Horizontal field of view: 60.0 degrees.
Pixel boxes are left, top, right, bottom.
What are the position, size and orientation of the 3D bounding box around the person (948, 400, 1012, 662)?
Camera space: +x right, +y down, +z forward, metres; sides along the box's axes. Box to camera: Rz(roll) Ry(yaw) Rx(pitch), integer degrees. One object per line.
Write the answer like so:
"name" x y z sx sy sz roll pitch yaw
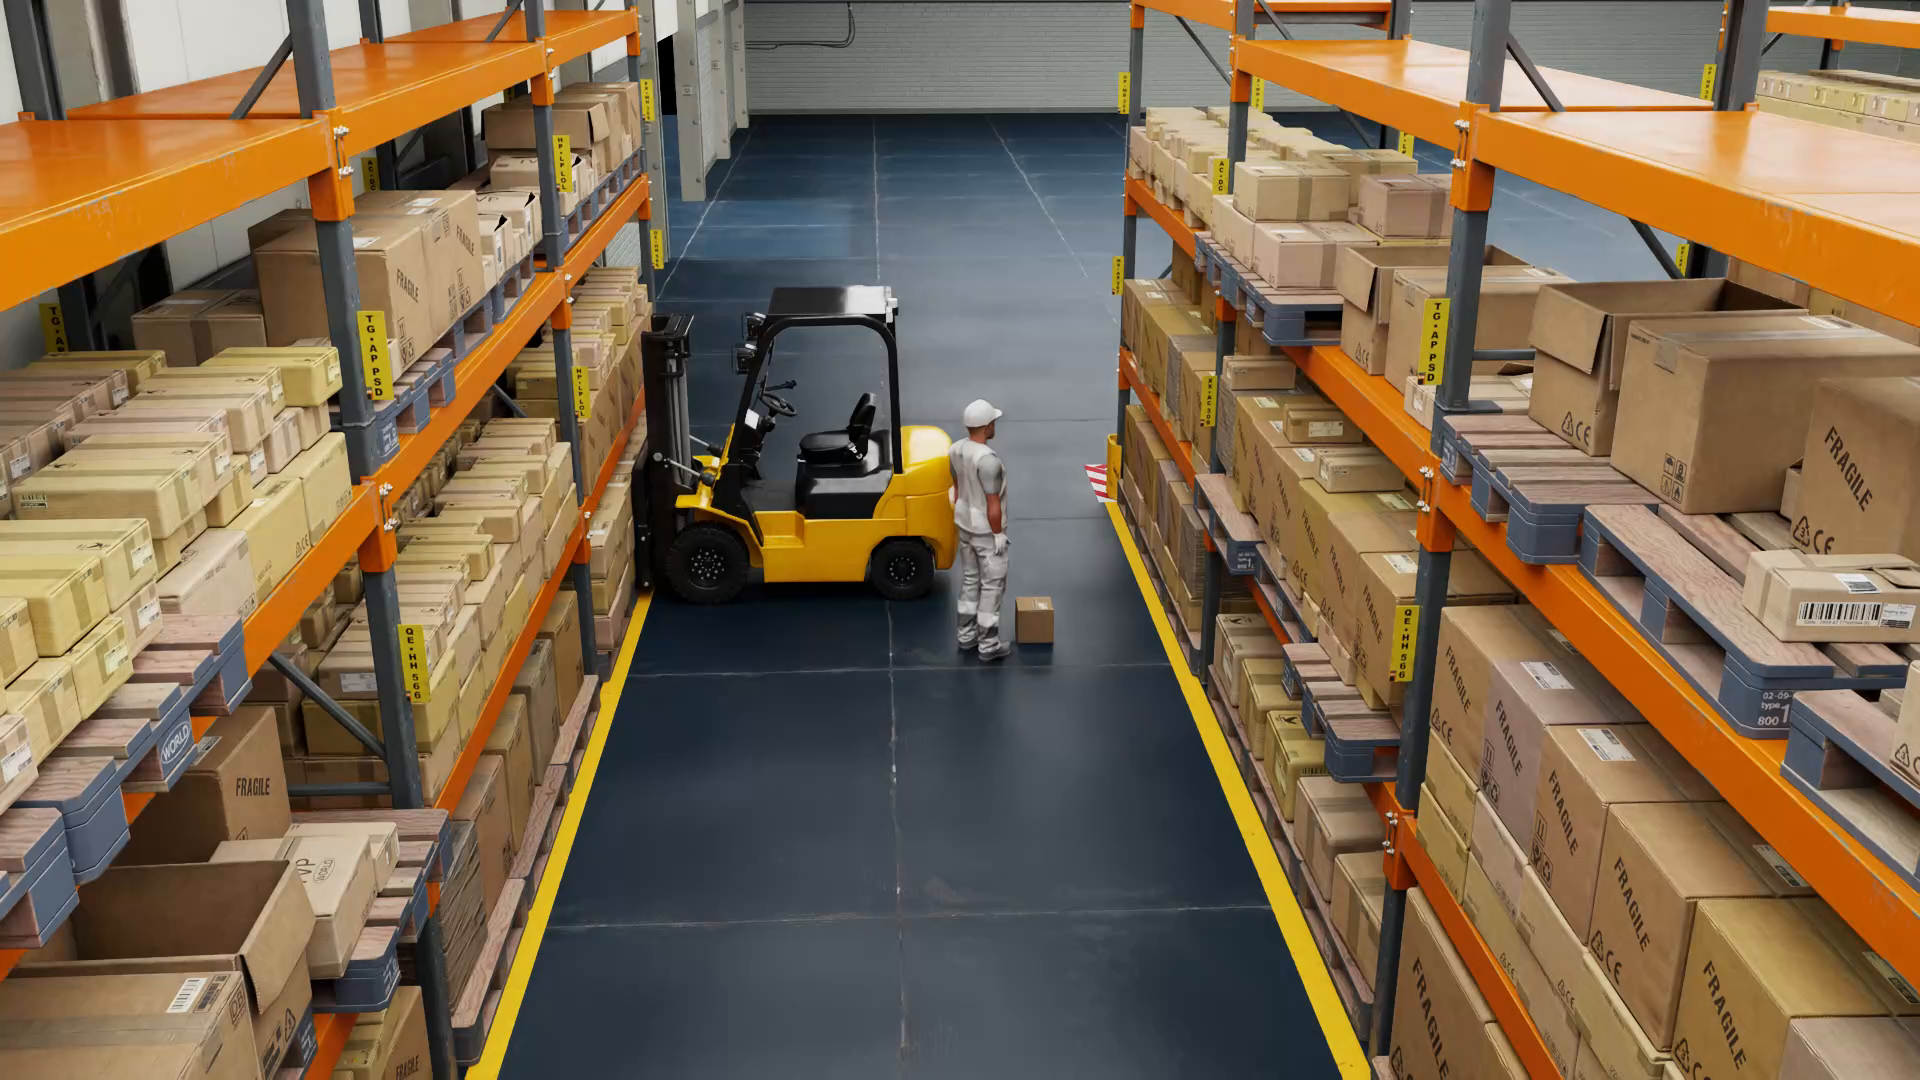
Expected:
"person" 0.150 -0.082 11.261 0.351 1.790 0.529 -11 23 -28
